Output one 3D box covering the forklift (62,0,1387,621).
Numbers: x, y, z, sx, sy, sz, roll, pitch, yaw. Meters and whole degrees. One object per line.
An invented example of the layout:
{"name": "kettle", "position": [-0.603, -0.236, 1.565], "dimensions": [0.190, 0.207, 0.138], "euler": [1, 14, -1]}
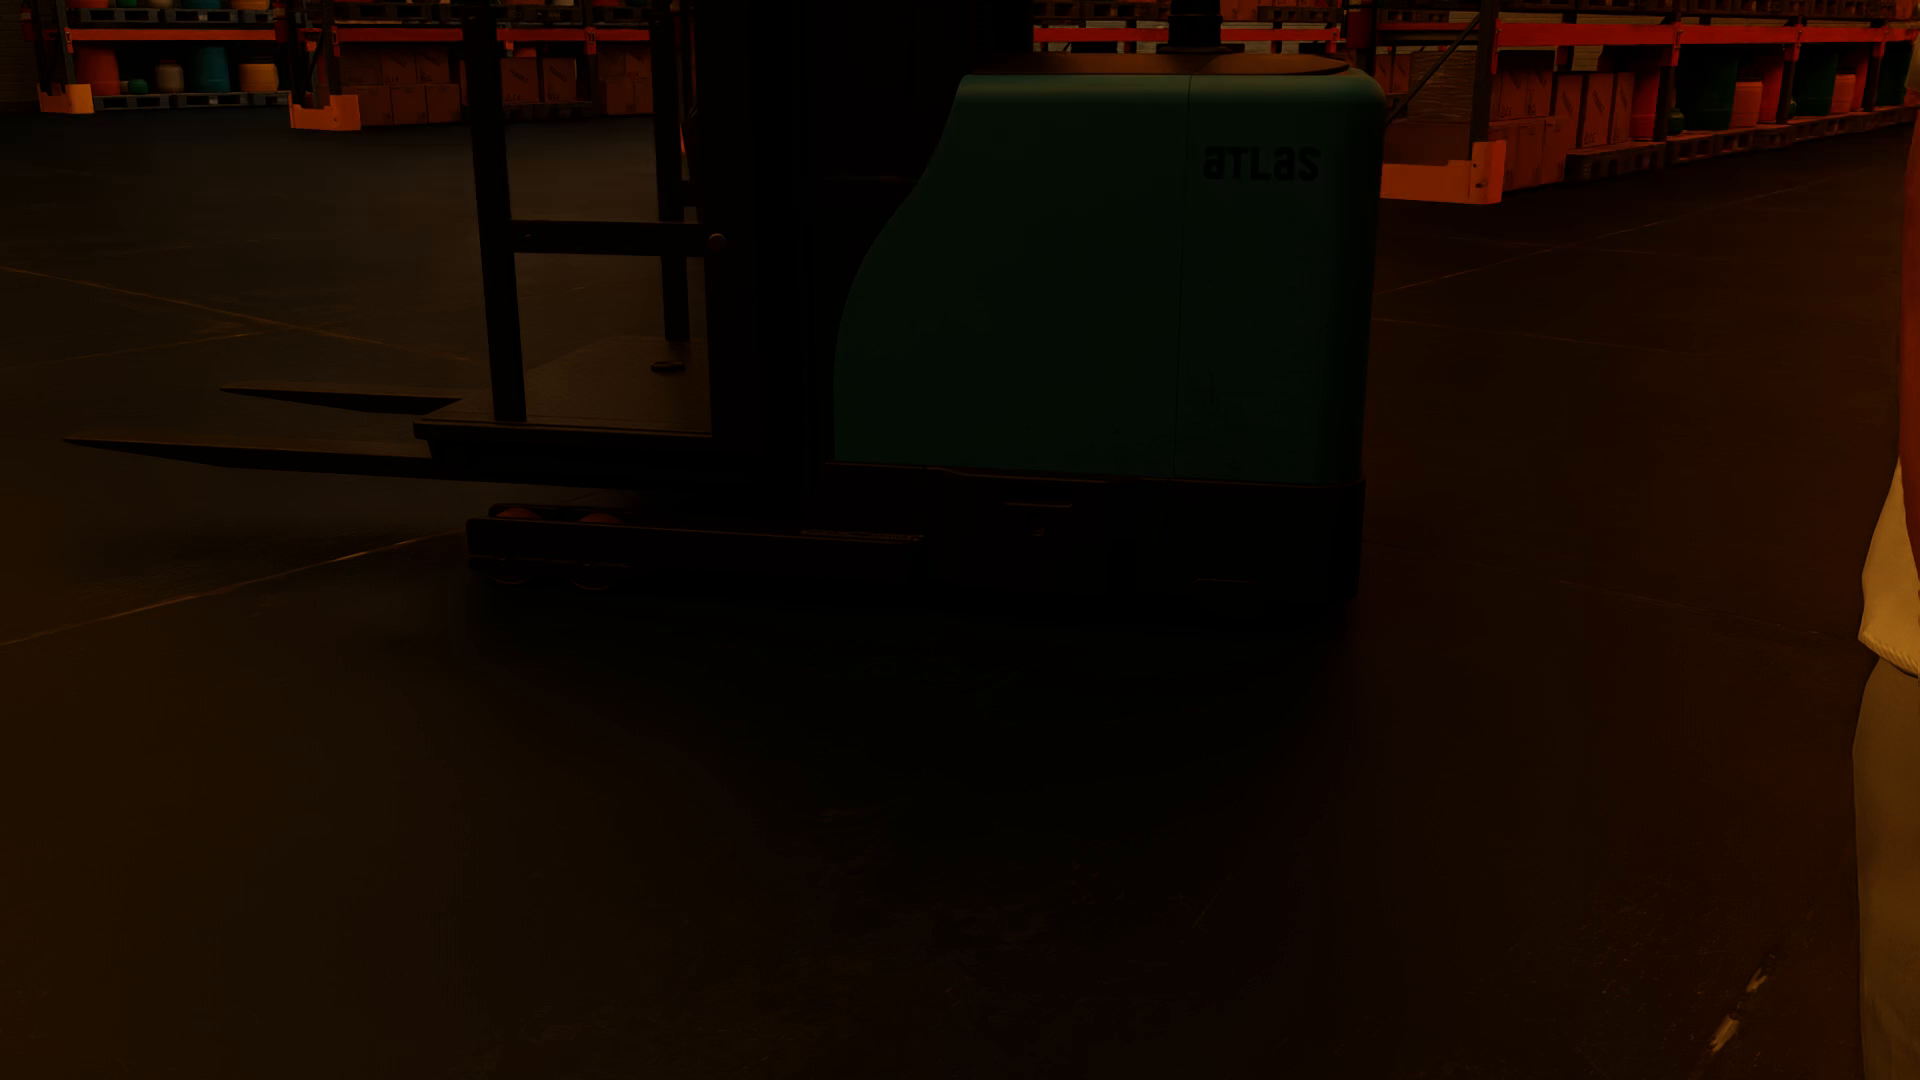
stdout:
{"name": "forklift", "position": [-0.598, -1.438, 3.633], "dimensions": [3.031, 2.935, 1.130], "euler": [3, 17, 11]}
